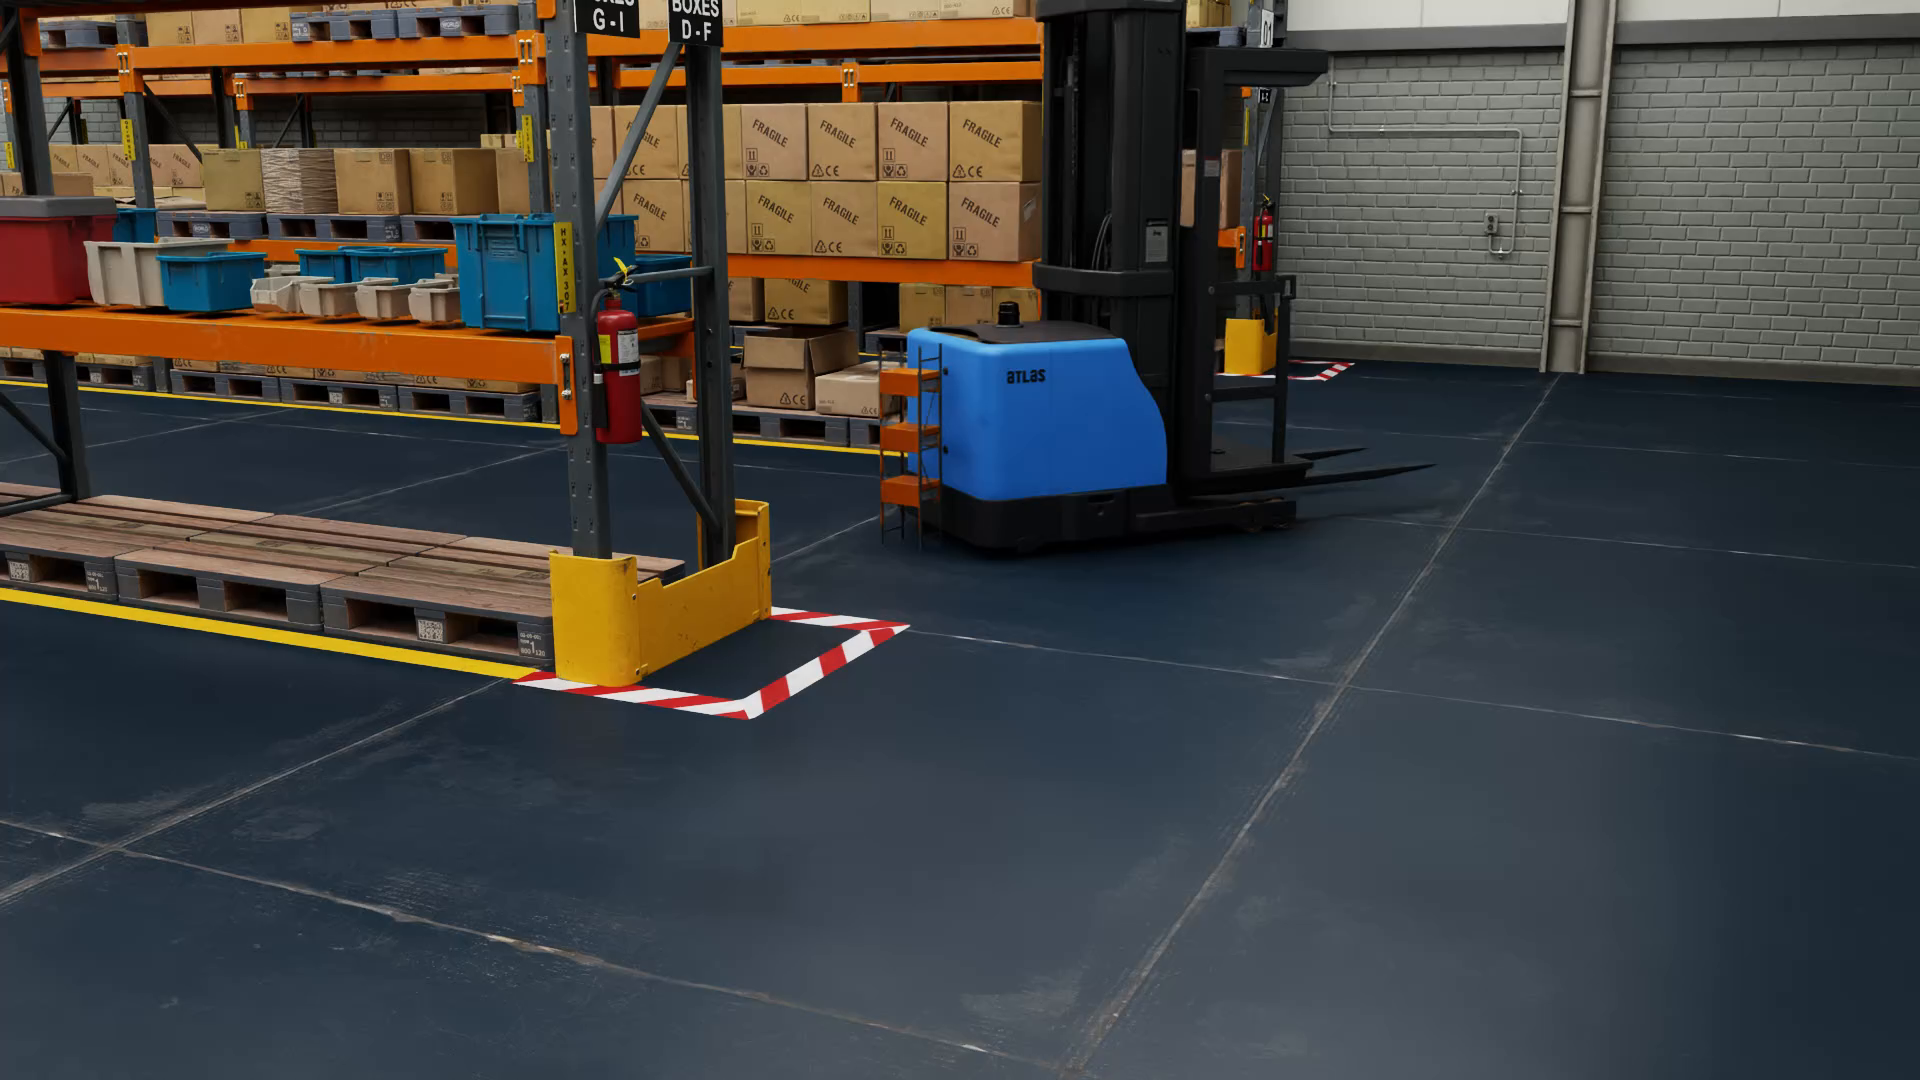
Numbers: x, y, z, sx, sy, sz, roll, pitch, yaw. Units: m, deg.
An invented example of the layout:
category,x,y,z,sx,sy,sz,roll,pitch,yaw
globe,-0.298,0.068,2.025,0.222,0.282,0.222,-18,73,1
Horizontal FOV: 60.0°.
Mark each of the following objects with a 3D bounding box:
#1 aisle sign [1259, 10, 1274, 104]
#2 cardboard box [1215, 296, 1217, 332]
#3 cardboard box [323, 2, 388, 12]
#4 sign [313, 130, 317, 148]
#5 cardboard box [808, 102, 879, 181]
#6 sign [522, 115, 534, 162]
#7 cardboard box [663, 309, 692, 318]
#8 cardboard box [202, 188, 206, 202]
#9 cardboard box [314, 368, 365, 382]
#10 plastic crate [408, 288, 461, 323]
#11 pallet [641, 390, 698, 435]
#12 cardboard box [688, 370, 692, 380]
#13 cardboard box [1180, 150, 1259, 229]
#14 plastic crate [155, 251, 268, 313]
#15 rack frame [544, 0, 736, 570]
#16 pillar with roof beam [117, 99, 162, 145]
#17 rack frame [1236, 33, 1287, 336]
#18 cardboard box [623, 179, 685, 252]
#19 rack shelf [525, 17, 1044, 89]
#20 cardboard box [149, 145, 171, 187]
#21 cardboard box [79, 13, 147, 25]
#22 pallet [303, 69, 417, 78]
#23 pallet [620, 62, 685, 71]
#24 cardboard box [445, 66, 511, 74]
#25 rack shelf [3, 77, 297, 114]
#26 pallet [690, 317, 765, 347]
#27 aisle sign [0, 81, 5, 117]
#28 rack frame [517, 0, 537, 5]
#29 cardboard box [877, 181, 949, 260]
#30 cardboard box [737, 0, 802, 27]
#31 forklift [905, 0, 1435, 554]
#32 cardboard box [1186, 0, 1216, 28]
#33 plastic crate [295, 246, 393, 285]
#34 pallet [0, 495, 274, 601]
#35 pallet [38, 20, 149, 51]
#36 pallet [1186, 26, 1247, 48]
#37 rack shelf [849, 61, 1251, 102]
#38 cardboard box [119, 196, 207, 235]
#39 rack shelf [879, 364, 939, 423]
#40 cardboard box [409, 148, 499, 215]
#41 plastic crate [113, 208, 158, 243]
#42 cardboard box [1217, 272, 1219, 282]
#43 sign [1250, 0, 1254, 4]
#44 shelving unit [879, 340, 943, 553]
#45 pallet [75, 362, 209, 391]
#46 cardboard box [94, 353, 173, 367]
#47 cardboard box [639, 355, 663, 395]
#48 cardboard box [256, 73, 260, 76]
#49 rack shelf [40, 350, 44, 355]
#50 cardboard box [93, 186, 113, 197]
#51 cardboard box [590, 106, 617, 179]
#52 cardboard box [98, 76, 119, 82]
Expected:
category,x,y,z,sx,sy,sz,roll,pitch,yaw
aisle sign,2.726,-4.295,14.801,0.004,0.787,0.394,6,14,23
cardboard box,2.101,-2.130,15.818,0.500,0.500,0.700,6,14,23
cardboard box,-4.530,-4.381,12.934,0.600,0.600,0.600,5,14,21
sign,-7.969,-4.889,20.489,0.005,0.325,0.100,6,14,23
cardboard box,-0.678,-2.676,11.187,0.500,0.500,0.500,6,15,25
sign,-3.100,-2.881,11.932,0.005,0.325,0.100,6,14,23
cardboard box,-3.115,-2.819,17.988,0.750,0.750,0.750,6,14,23
cardboard box,-8.746,-4.126,20.057,0.500,0.250,0.500,6,14,23
cardboard box,-4.819,-1.557,13.334,0.500,0.500,0.500,5,14,21
plastic crate,-2.050,-0.968,6.759,0.243,0.136,0.396,6,14,23
pallet,-2.251,-1.012,12.607,1.213,0.211,1.003,6,14,23
cardboard box,-1.876,-1.244,12.769,0.250,0.149,0.380,6,14,23
cardboard box,2.311,-3.290,15.552,0.700,0.700,0.980,7,15,26
plastic crate,-3.213,-1.113,7.169,0.300,0.233,0.416,6,14,23
rack frame,-1.231,-1.029,6.575,0.127,3.000,1.000,6,14,23
pillar with roof beam,-12.601,-6.716,17.680,0.400,9.000,9.100,6,14,23
rack frame,2.781,-3.099,15.394,0.127,3.000,1.000,6,14,23
cardboard box,-2.054,-2.332,11.906,0.500,0.500,0.500,6,15,24
rack shelf,-1.050,-3.359,11.511,4.000,0.370,1.077,6,14,23
cardboard box,-9.662,-4.584,20.366,0.500,0.500,0.500,5,14,22
cardboard box,-6.974,-4.426,13.893,0.500,0.250,0.500,5,14,19
pallet,-6.719,-5.403,19.060,1.003,0.211,1.213,6,14,23
pallet,-2.899,-5.056,17.582,1.213,0.211,1.003,7,15,26
cardboard box,-5.301,-5.276,18.257,0.500,0.311,0.500,6,14,23
rack shelf,-10.019,-5.504,20.654,4.000,0.370,1.077,6,14,23
pallet,-2.731,-2.279,18.006,1.213,0.211,1.003,6,14,23
aisle sign,-12.035,-5.789,21.167,0.004,0.787,0.394,6,14,23
rack frame,-2.879,-5.354,11.875,0.127,3.000,1.000,6,14,23
cardboard box,-0.217,-2.144,11.107,0.500,0.500,0.500,6,14,24
cardboard box,-1.164,-3.585,11.229,0.500,0.250,0.500,6,14,23
forklift,1.256,-1.567,9.016,3.031,2.935,1.130,-6,15,-25
cardboard box,2.004,-4.751,15.061,0.500,0.250,0.500,6,15,25
plastic crate,-2.802,-1.218,7.615,0.300,0.233,0.416,6,14,23
pallet,-4.200,0.018,8.216,1.213,0.211,1.003,6,14,23
pallet,-7.193,-4.216,14.004,1.003,0.211,1.213,7,15,26
pallet,2.099,-4.582,15.344,1.213,0.211,1.003,6,14,23
rack shelf,0.953,-4.394,15.922,4.000,0.370,1.077,6,14,23
cardboard box,-6.851,-2.803,14.330,0.500,0.311,0.500,7,15,27
rack shelf,-0.250,-0.745,8.438,0.240,0.259,0.215,9,16,33
cardboard box,-3.876,-2.828,13.101,0.500,0.500,0.700,8,16,32
plastic crate,-4.324,-1.449,8.267,0.575,0.384,0.392,6,14,23
cardboard box,2.296,-2.476,15.873,0.250,0.149,0.380,6,14,24
sign,2.549,-4.839,14.481,0.005,0.325,0.100,6,14,23
shelving unit,-0.250,-0.480,8.500,0.252,1.050,0.215,9,16,33
pallet,-7.273,-1.531,14.815,1.213,0.211,1.003,6,14,23
cardboard box,-7.116,-1.667,14.394,0.500,0.250,0.500,6,15,25
cardboard box,-2.583,-1.255,12.459,0.500,0.311,0.500,6,14,23
cardboard box,-8.536,-5.826,20.187,0.500,0.500,0.500,6,15,25
rack shelf,-6.717,-1.234,9.023,4.000,0.370,1.077,6,14,23
cardboard box,-10.586,-4.311,20.844,0.500,0.250,0.500,6,14,22
cardboard box,-2.562,-2.867,11.998,0.500,0.500,0.500,6,15,25
cardboard box,-10.191,-5.865,20.355,0.500,0.500,0.500,7,15,27
